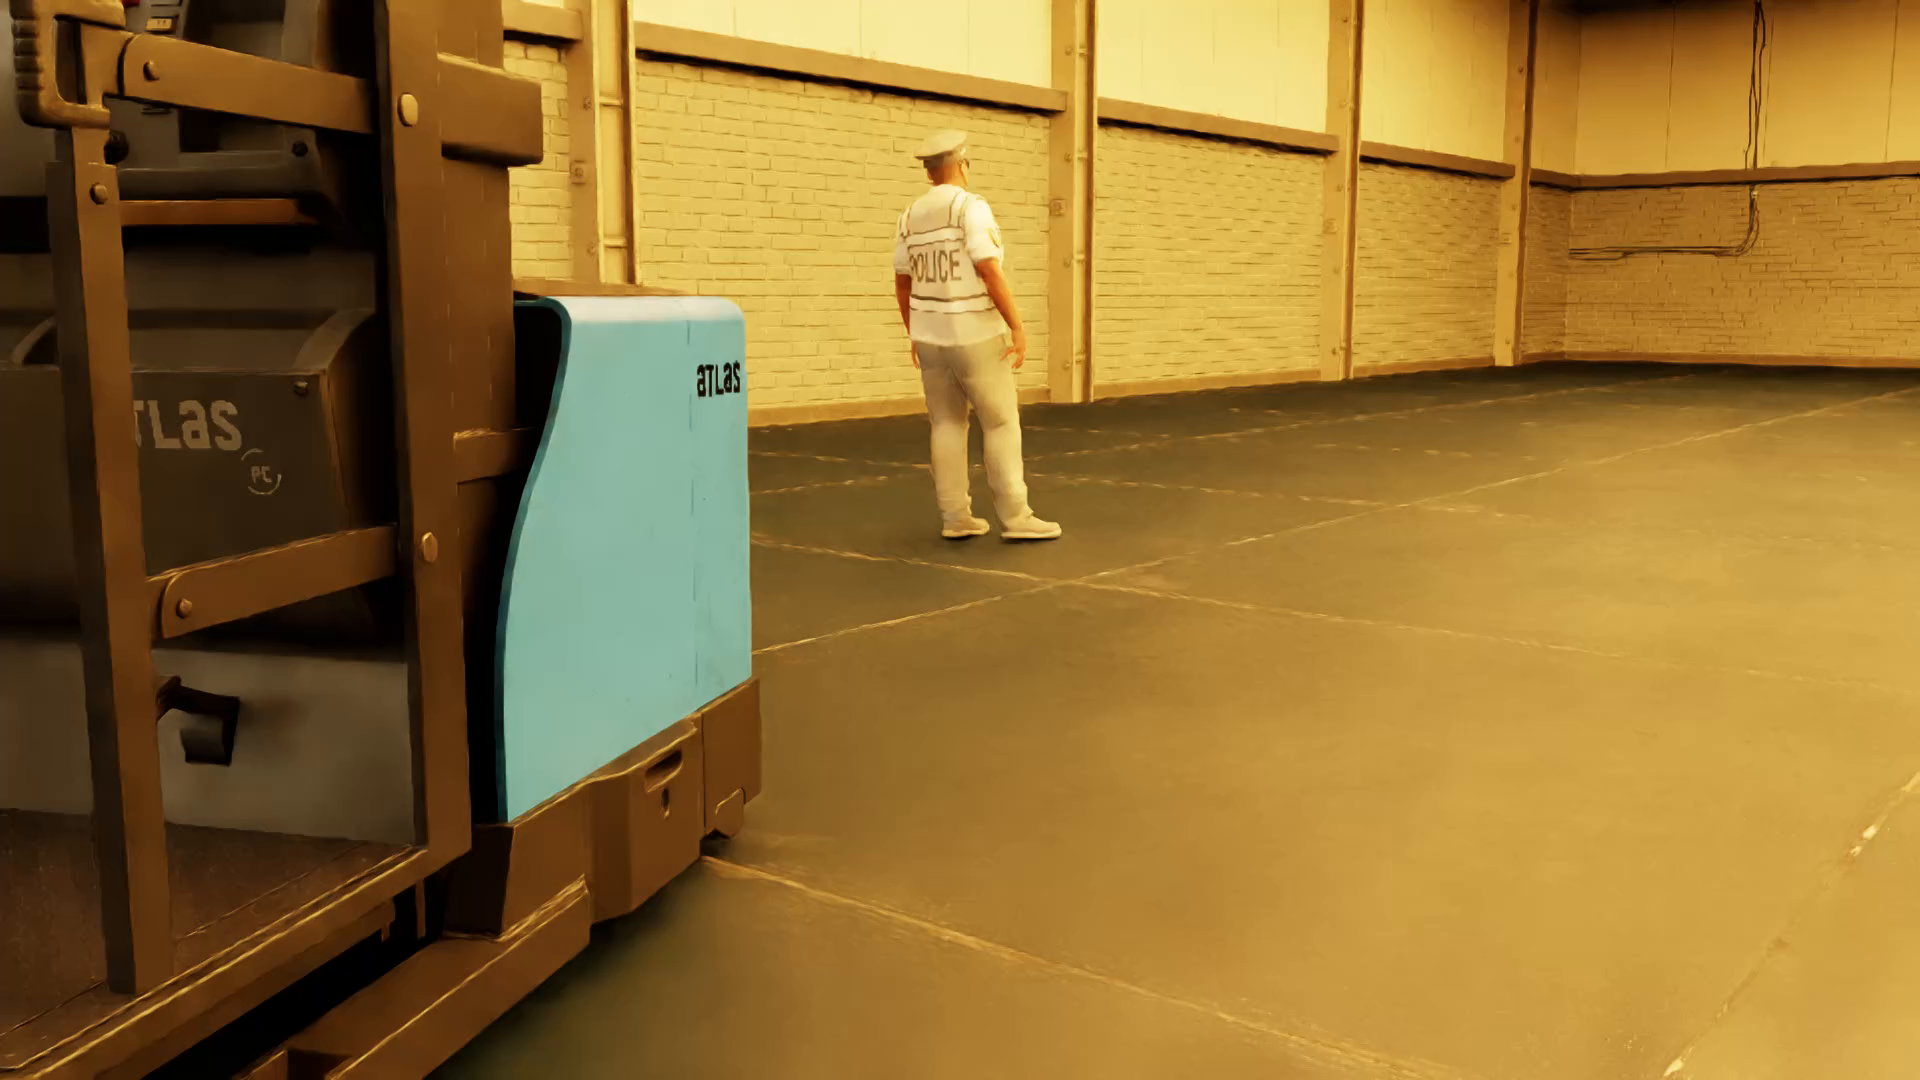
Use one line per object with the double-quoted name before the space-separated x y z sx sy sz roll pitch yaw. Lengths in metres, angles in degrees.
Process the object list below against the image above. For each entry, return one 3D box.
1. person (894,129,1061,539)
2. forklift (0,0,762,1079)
"person" 0.058 -0.897 7.327 0.640 1.781 0.574 7 11 38
"forklift" -1.269 -0.683 1.954 1.130 2.935 3.031 2 9 14
